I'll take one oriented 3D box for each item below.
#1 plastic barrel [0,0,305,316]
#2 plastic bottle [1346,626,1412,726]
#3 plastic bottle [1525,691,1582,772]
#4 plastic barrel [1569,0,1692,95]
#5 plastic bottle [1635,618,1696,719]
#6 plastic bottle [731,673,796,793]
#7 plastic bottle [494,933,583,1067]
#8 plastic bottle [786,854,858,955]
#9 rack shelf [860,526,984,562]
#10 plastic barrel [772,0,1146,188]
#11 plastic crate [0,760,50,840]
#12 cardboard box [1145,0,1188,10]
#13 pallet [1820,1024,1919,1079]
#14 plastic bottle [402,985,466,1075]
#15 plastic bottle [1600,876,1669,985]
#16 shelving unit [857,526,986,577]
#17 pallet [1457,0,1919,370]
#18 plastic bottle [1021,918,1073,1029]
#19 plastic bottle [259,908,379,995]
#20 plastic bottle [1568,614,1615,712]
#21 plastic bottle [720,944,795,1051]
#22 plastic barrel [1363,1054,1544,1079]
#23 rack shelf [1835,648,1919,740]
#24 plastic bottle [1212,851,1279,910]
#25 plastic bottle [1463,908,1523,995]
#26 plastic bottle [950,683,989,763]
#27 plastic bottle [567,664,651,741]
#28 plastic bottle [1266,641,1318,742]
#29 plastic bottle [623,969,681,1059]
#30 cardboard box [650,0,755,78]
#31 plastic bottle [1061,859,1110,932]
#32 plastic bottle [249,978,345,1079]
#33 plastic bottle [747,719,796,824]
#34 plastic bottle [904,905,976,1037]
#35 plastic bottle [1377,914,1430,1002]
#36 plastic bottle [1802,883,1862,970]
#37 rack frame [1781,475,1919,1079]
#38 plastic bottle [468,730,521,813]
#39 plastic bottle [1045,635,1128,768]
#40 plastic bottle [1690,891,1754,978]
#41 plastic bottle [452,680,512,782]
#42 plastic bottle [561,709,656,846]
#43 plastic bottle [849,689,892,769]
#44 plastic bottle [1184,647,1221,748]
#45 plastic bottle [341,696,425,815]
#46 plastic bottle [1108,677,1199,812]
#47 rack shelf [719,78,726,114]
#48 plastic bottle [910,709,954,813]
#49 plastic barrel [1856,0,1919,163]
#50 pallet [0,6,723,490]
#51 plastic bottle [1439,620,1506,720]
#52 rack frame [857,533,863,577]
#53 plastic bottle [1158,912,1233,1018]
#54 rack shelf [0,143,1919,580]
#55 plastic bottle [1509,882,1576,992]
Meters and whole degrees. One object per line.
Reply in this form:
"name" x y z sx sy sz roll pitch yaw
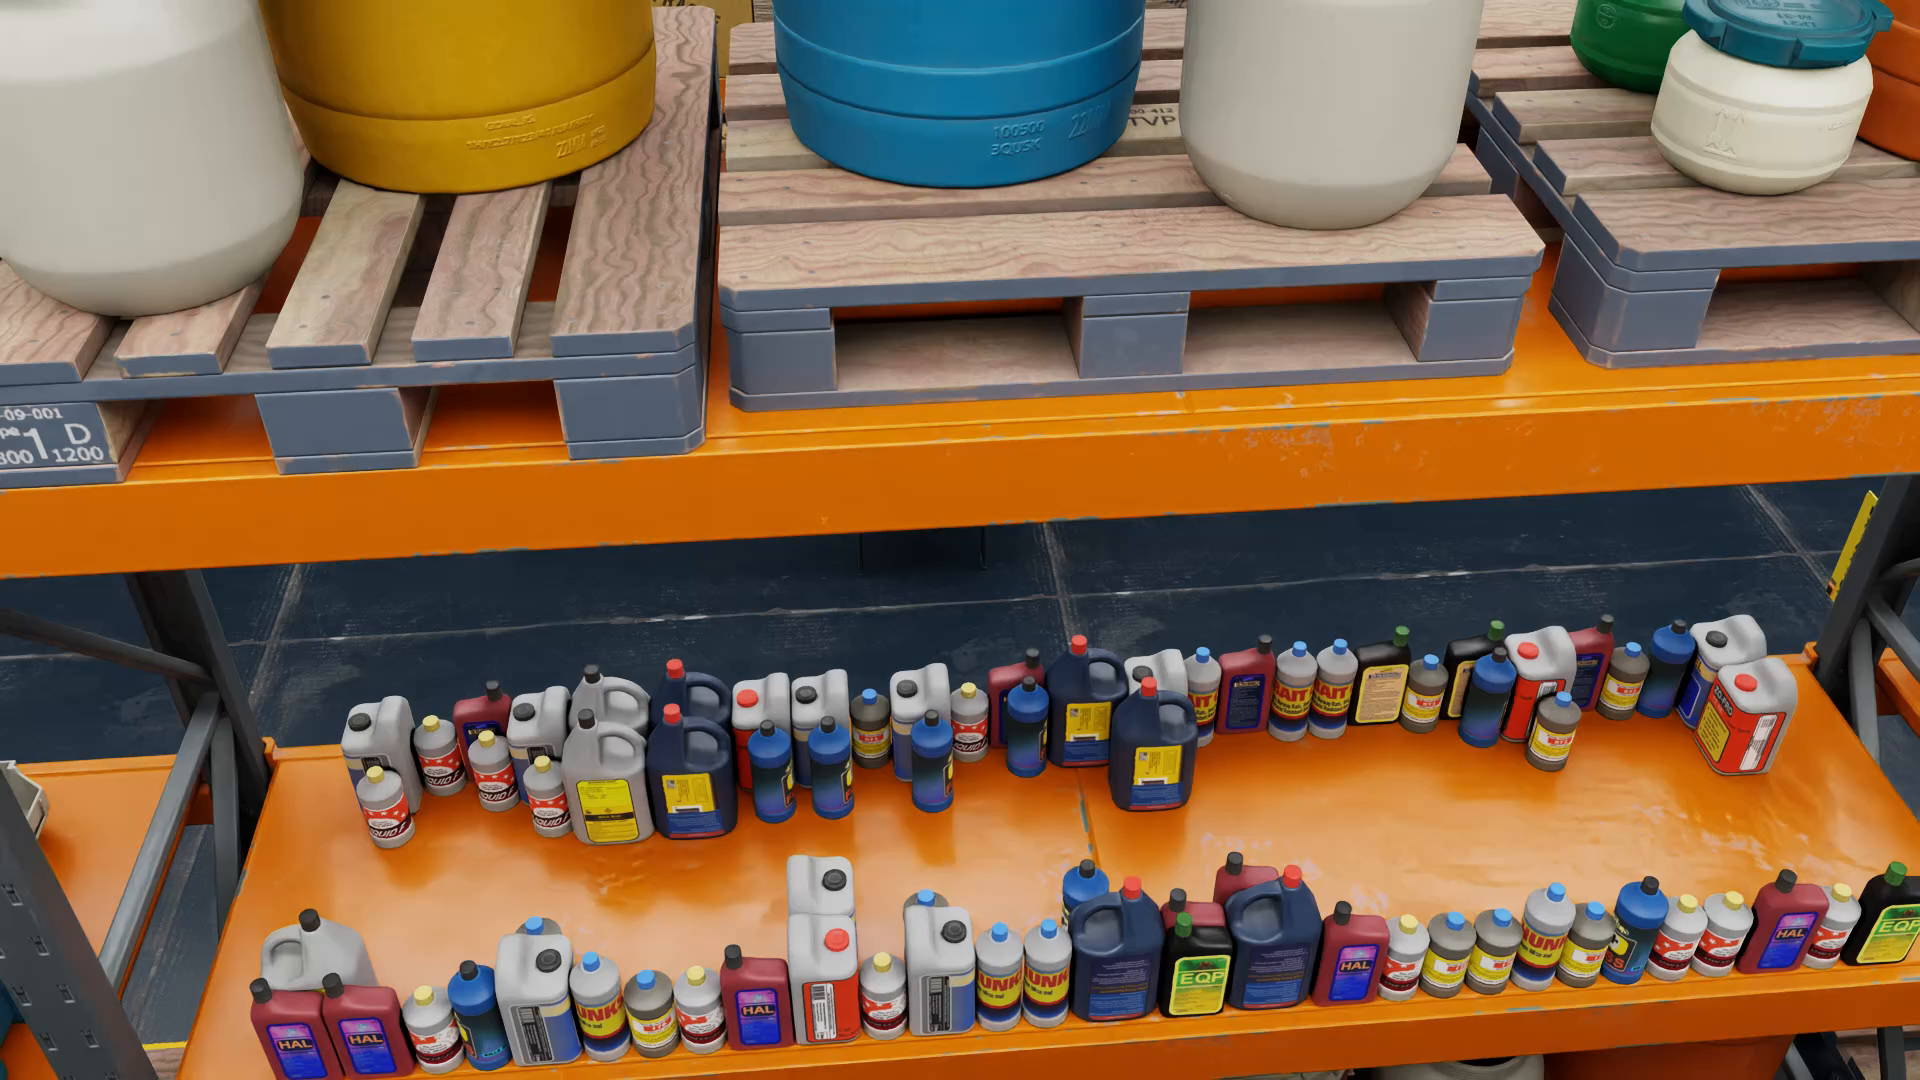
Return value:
"plastic barrel" -1.142 -0.612 2.233 0.433 0.535 0.433 0 38 0
"plastic bottle" 1.008 0.326 4.009 0.133 0.283 0.061 -3 38 -4
"plastic bottle" 1.405 0.442 3.928 0.097 0.201 0.097 0 38 0
"plastic barrel" 1.220 -0.926 2.867 0.294 0.245 0.294 0 38 0
"plastic bottle" 1.718 0.303 4.048 0.097 0.271 0.097 0 38 0
"plastic bottle" -0.458 0.438 3.873 0.135 0.276 0.152 -3 38 -4
"plastic bottle" -0.829 0.897 3.292 0.135 0.276 0.152 -3 38 -4
"plastic bottle" -0.285 0.772 3.450 0.135 0.276 0.152 -3 38 -4
"rack shelf" -0.165 -0.255 6.530 0.480 0.518 0.431 -3 38 -4
"plastic barrel" -0.002 -1.069 2.518 0.708 0.901 0.600 -3 38 -4
"plastic crate" -2.165 0.676 3.637 0.243 0.136 0.396 -3 38 -4
"cardboard box" 0.891 -2.453 7.356 0.500 0.500 0.500 -3 38 -4
"pallet" 3.071 1.515 4.659 1.213 0.211 1.003 -3 38 -4
"plastic bottle" -1.039 0.954 3.279 0.097 0.201 0.097 0 38 0
"plastic bottle" 1.390 0.793 3.427 0.097 0.271 0.097 0 38 0
"shelving unit" -0.165 -0.815 6.088 0.503 2.100 0.431 -3 38 -4
"pallet" 1.525 -0.683 2.925 1.213 0.211 1.003 -3 38 -4
"plastic bottle" 0.175 0.860 3.342 0.097 0.271 0.097 0 38 0
"plastic bottle" -1.269 0.856 3.283 0.185 0.351 0.144 -3 38 -4
"plastic bottle" 1.505 0.299 4.044 0.133 0.283 0.061 -3 38 -4
"plastic bottle" -0.401 0.898 3.284 0.133 0.283 0.061 -3 38 -4
"plastic barrel" 1.256 1.374 4.256 0.421 0.512 0.421 0 38 0
"rack shelf" 4.288 0.612 4.134 4.000 0.370 1.077 -3 38 -4
"plastic bottle" 0.595 0.754 3.467 0.133 0.283 0.061 -3 38 -4
"plastic bottle" 1.100 0.837 3.428 0.097 0.201 0.097 0 38 0
"plastic bottle" 0.020 0.424 3.951 0.097 0.201 0.097 0 38 0
"plastic bottle" -0.802 0.425 3.829 0.185 0.351 0.144 -3 38 -4
"plastic bottle" 0.798 0.354 3.984 0.097 0.271 0.097 0 38 0
"plastic bottle" -0.614 0.931 3.309 0.097 0.201 0.097 0 38 0
"cardboard box" -1.146 -2.336 7.208 0.500 0.500 0.500 -3 38 -4
"plastic bottle" 0.259 0.766 3.462 0.097 0.271 0.097 0 38 0
"plastic bottle" -1.285 0.947 3.222 0.133 0.283 0.061 -3 38 -4
"plastic bottle" -0.429 0.516 3.778 0.097 0.271 0.097 0 38 0
"plastic bottle" -0.040 0.853 3.347 0.135 0.276 0.152 -3 38 -4
"plastic bottle" 0.906 0.847 3.415 0.097 0.201 0.097 0 38 0
"plastic bottle" 1.814 0.797 3.478 0.097 0.201 0.097 0 38 0
"rack frame" 2.296 0.439 3.772 0.127 3.000 1.000 -3 38 -4
"plastic bottle" -1.073 0.522 3.827 0.097 0.201 0.097 0 38 0
"plastic bottle" 0.295 0.365 3.906 0.185 0.351 0.144 -3 38 -4
"plastic bottle" 1.584 0.810 3.462 0.097 0.201 0.097 0 38 0
"plastic bottle" -1.098 0.442 3.862 0.133 0.283 0.061 -3 38 -4
"plastic bottle" -0.789 0.514 3.716 0.185 0.351 0.144 -3 38 -4
"plastic bottle" -0.211 0.437 3.935 0.097 0.201 0.097 0 38 0
"plastic bottle" 0.568 0.367 3.968 0.097 0.271 0.097 0 38 0
"plastic bottle" -1.324 0.486 3.813 0.135 0.276 0.152 -3 38 -4
"plastic bottle" 0.443 0.451 3.796 0.185 0.351 0.144 -3 38 -4
"rack shelf" -0.135 -2.225 7.729 4.000 0.370 1.077 -3 38 -4
"plastic bottle" -0.064 0.496 3.804 0.097 0.271 0.097 0 38 0
"plastic barrel" 1.730 -1.043 2.543 0.708 0.830 0.600 -3 38 -4
"pallet" -0.916 -0.548 2.754 1.003 0.211 1.213 -3 38 -4
"plastic bottle" 1.238 0.314 4.025 0.133 0.283 0.061 -3 38 -4
"rack frame" -0.408 -0.802 6.071 0.015 2.100 0.400 -3 38 -4
"plastic bottle" 0.475 0.850 3.345 0.133 0.283 0.061 -3 38 -4
"rack shelf" 0.304 -0.347 2.927 4.000 0.370 1.077 -3 38 -4
"plastic bottle" 1.197 0.804 3.413 0.097 0.271 0.097 0 38 0
